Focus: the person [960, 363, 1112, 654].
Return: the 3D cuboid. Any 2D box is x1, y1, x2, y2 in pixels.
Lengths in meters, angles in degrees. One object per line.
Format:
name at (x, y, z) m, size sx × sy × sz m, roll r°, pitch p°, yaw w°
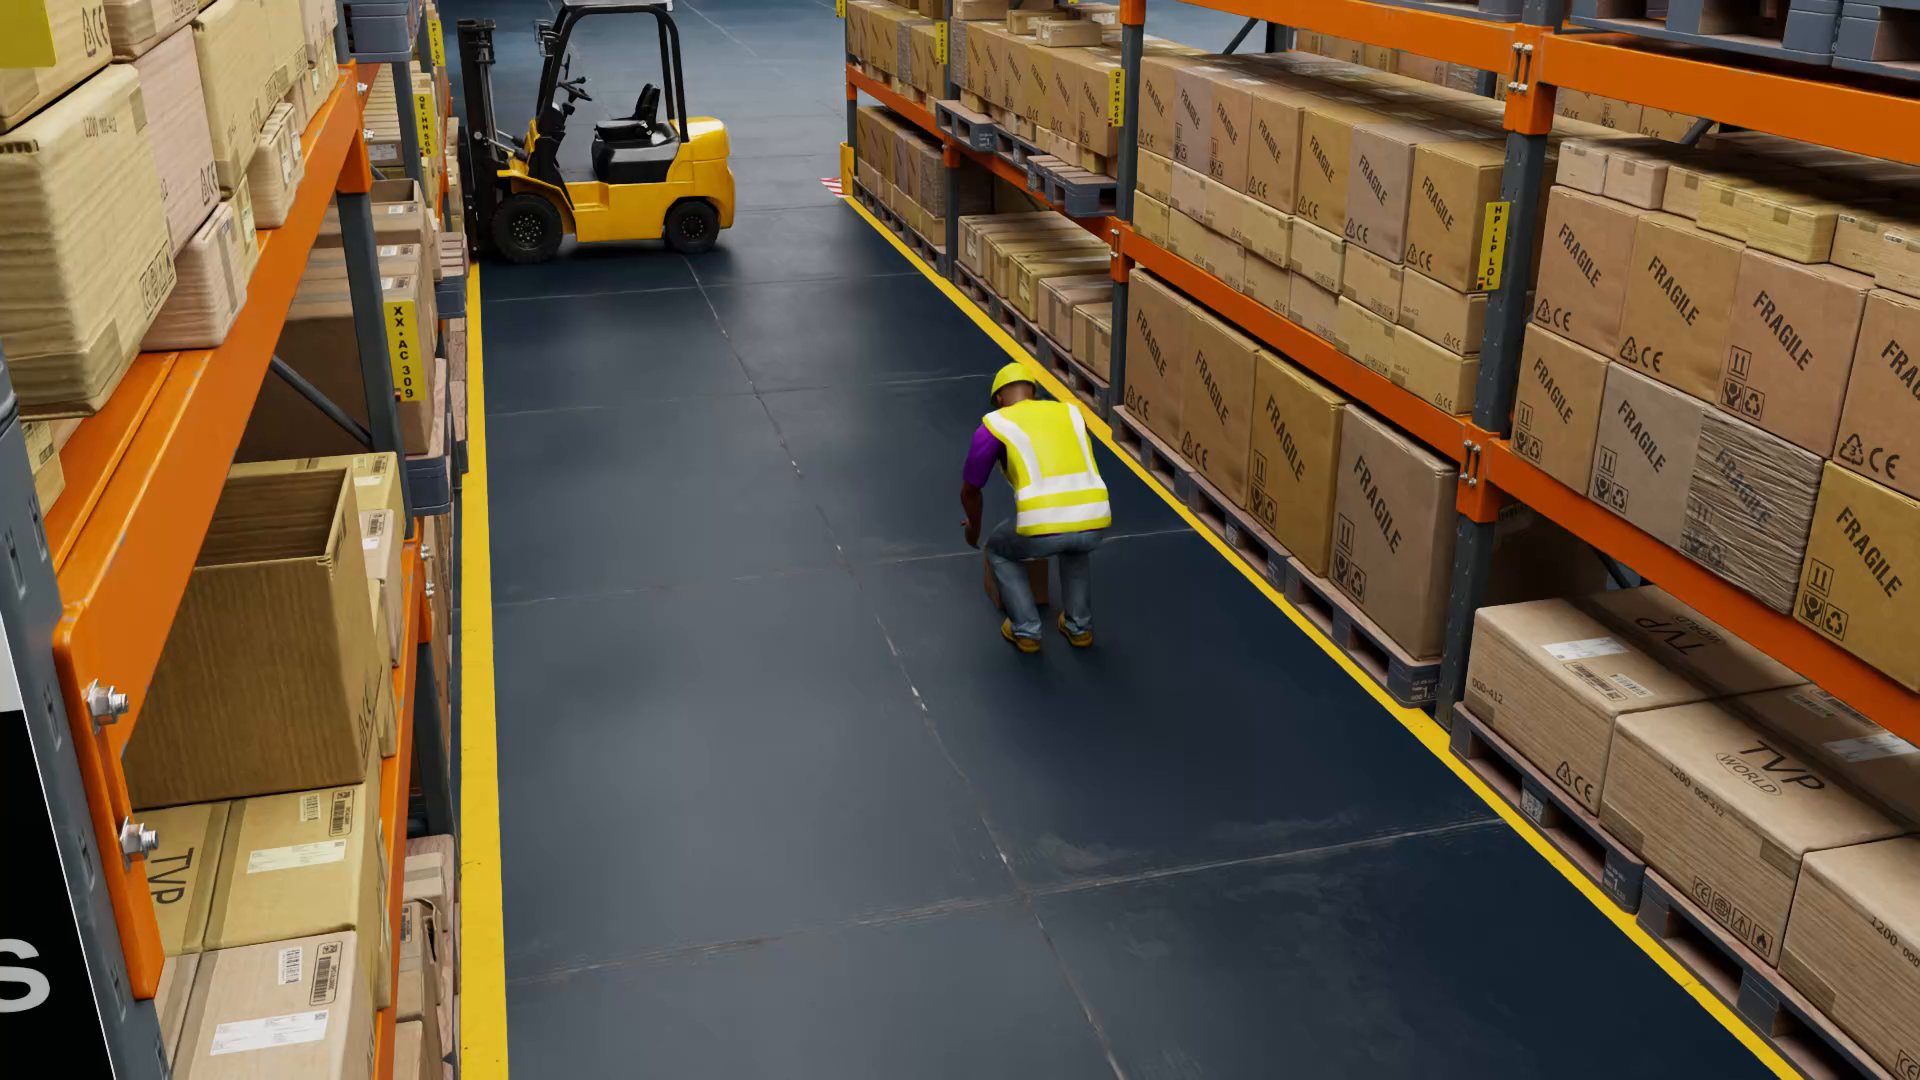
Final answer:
person at (0.340, -0.134, 7.585) m, size 0.622 × 1.224 × 0.838 m, roll -6°, pitch 24°, yaw -14°
